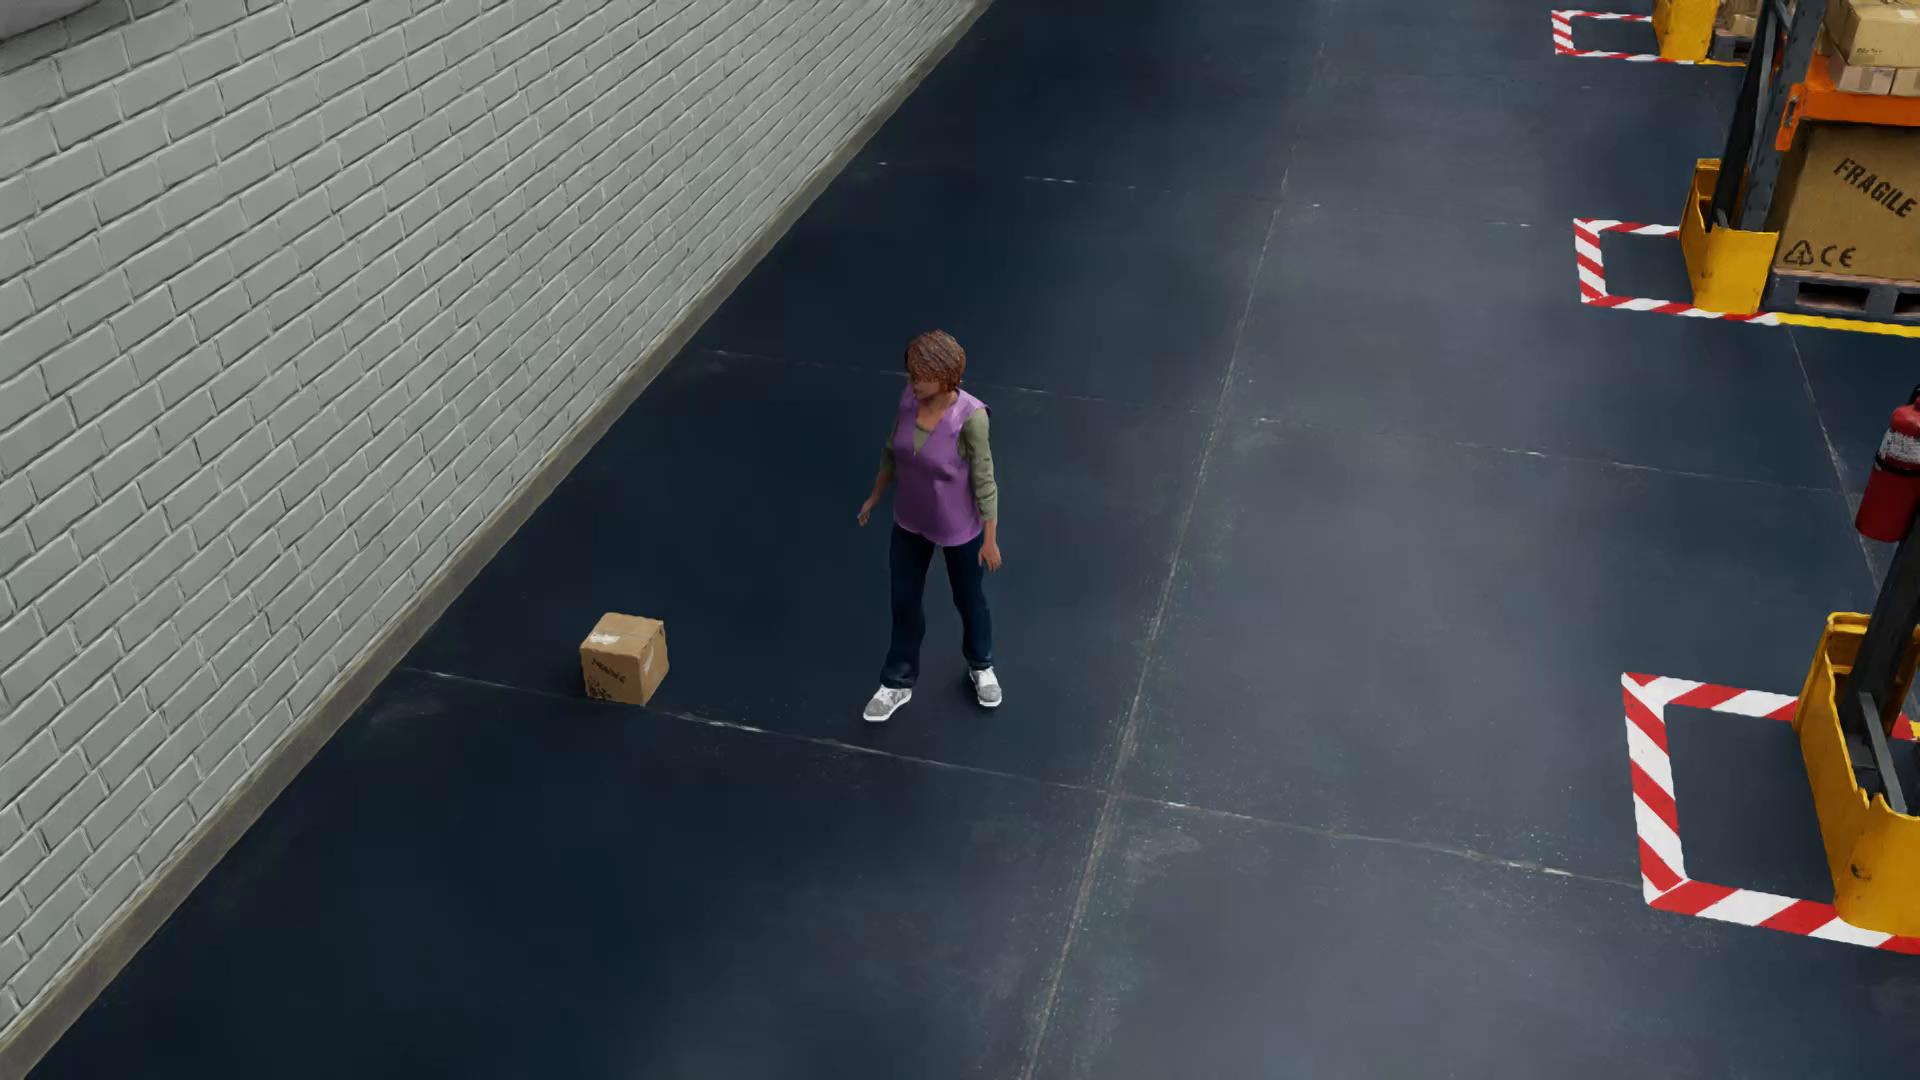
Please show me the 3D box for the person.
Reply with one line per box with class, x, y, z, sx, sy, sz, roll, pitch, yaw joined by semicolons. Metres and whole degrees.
person;-0.138;-0.039;6.173;0.604;1.591;0.572;18;37;25
